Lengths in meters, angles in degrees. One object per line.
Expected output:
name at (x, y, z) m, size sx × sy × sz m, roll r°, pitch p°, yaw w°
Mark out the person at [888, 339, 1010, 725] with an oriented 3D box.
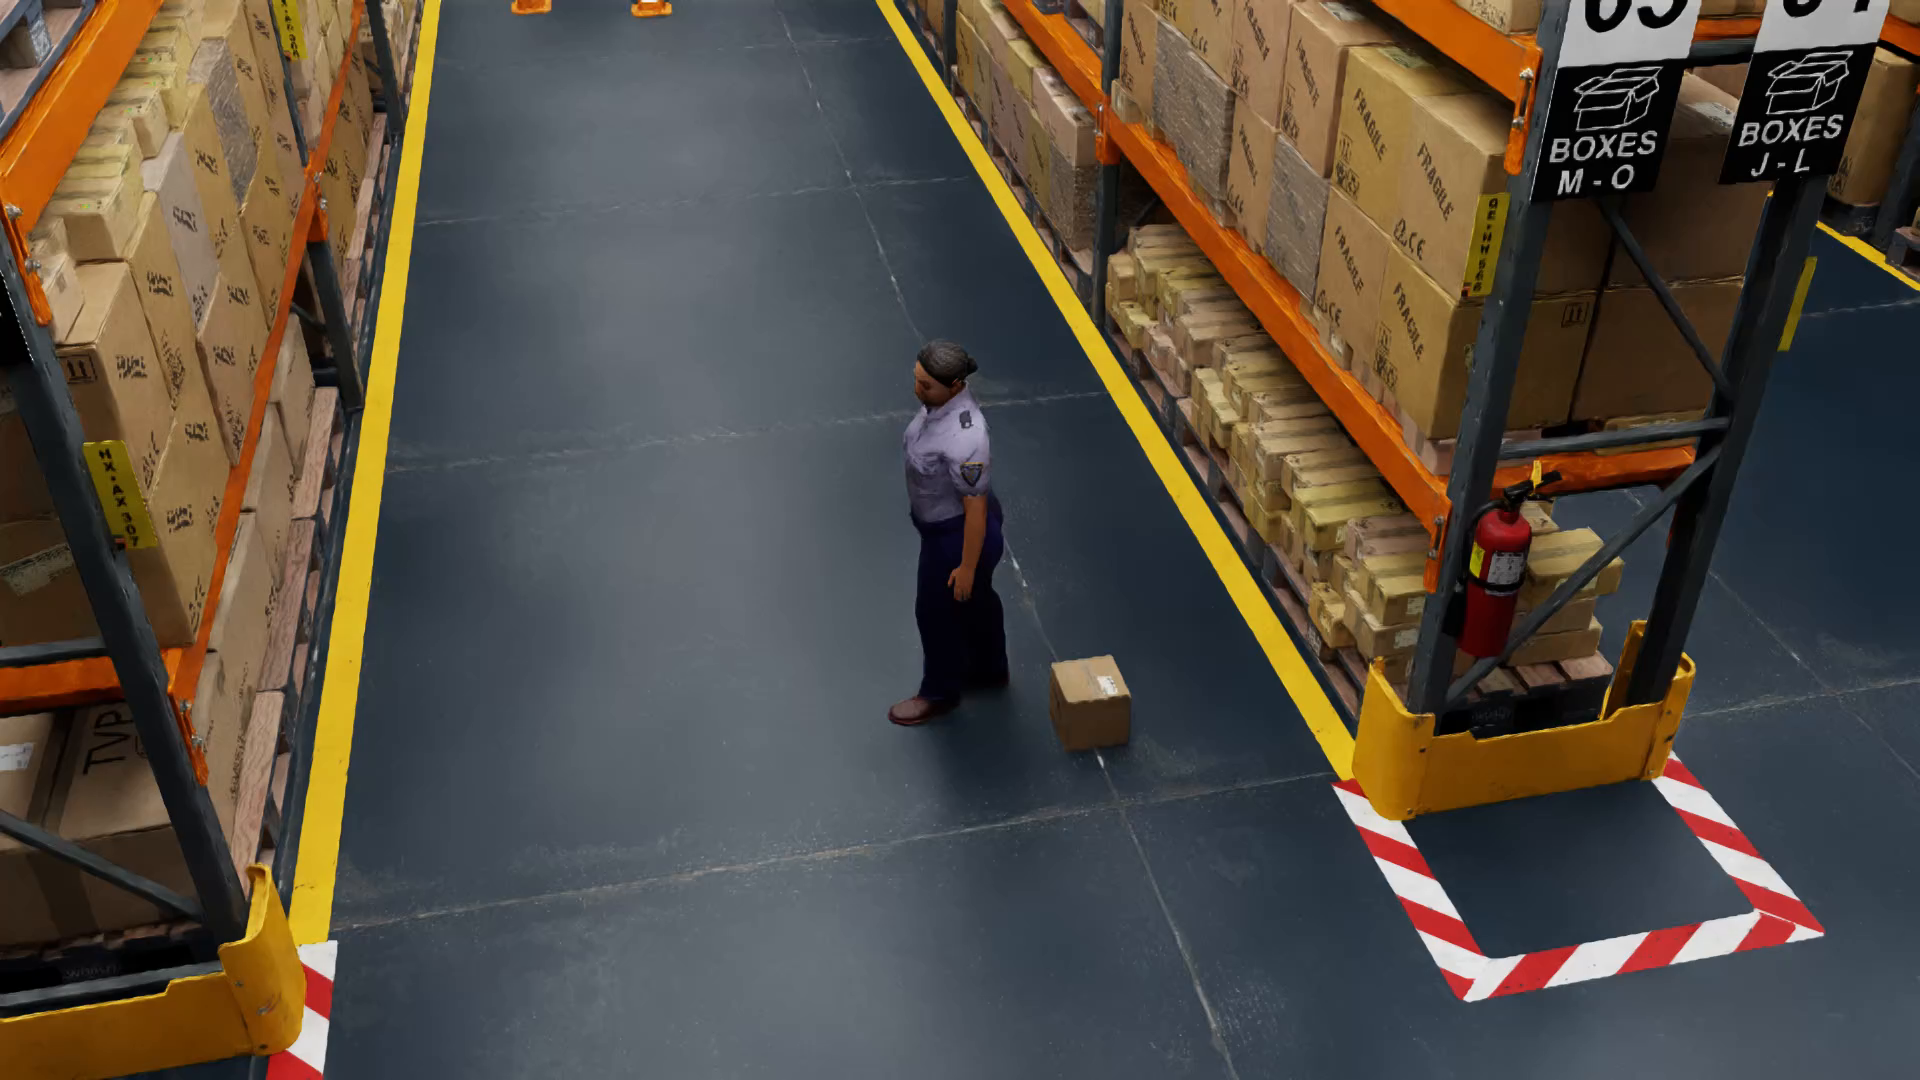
person at (-0.040, -0.019, 6.184) m, size 0.494 × 1.651 × 0.540 m, roll -1°, pitch 35°, yaw -2°
